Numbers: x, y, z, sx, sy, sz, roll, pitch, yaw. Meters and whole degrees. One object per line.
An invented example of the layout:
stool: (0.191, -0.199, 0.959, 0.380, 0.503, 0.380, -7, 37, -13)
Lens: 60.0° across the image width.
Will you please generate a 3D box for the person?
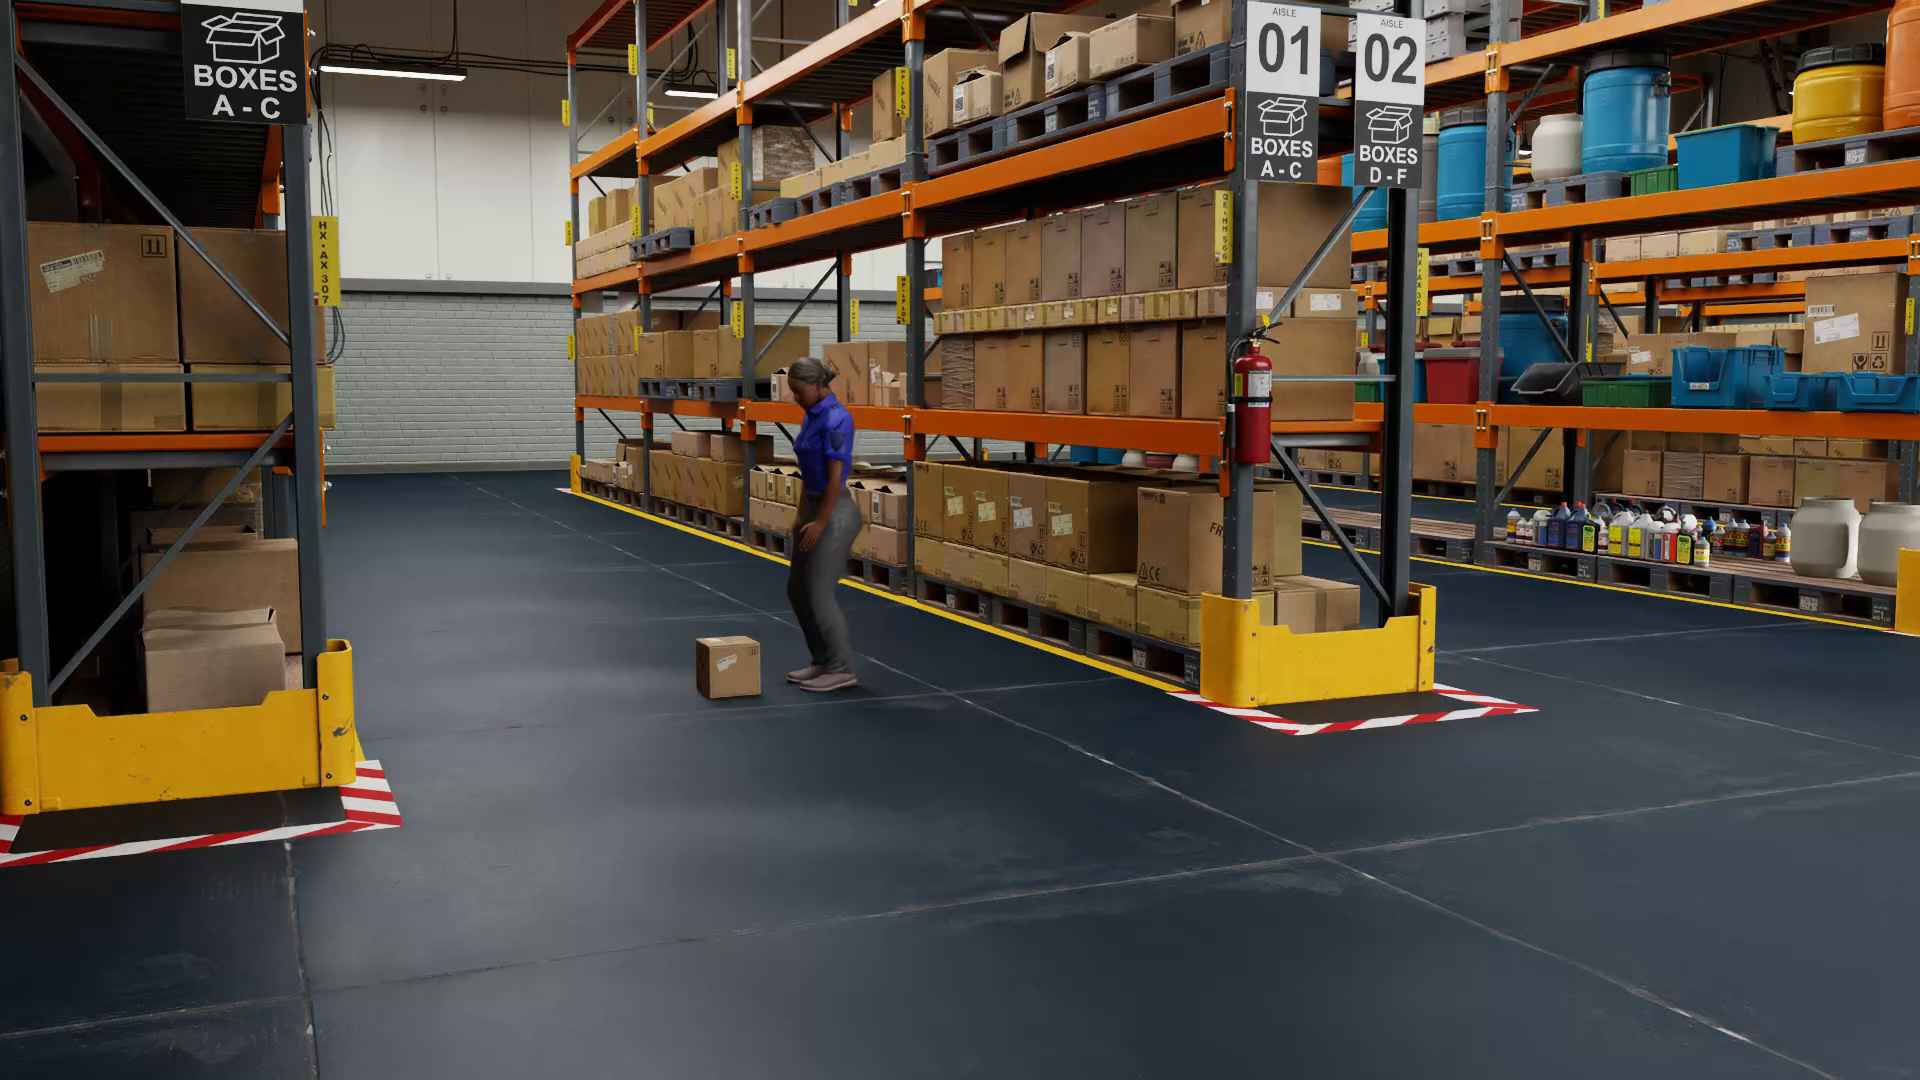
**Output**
person: (-0.665, -0.079, 8.130, 0.361, 1.618, 0.453, -2, 6, -22)
